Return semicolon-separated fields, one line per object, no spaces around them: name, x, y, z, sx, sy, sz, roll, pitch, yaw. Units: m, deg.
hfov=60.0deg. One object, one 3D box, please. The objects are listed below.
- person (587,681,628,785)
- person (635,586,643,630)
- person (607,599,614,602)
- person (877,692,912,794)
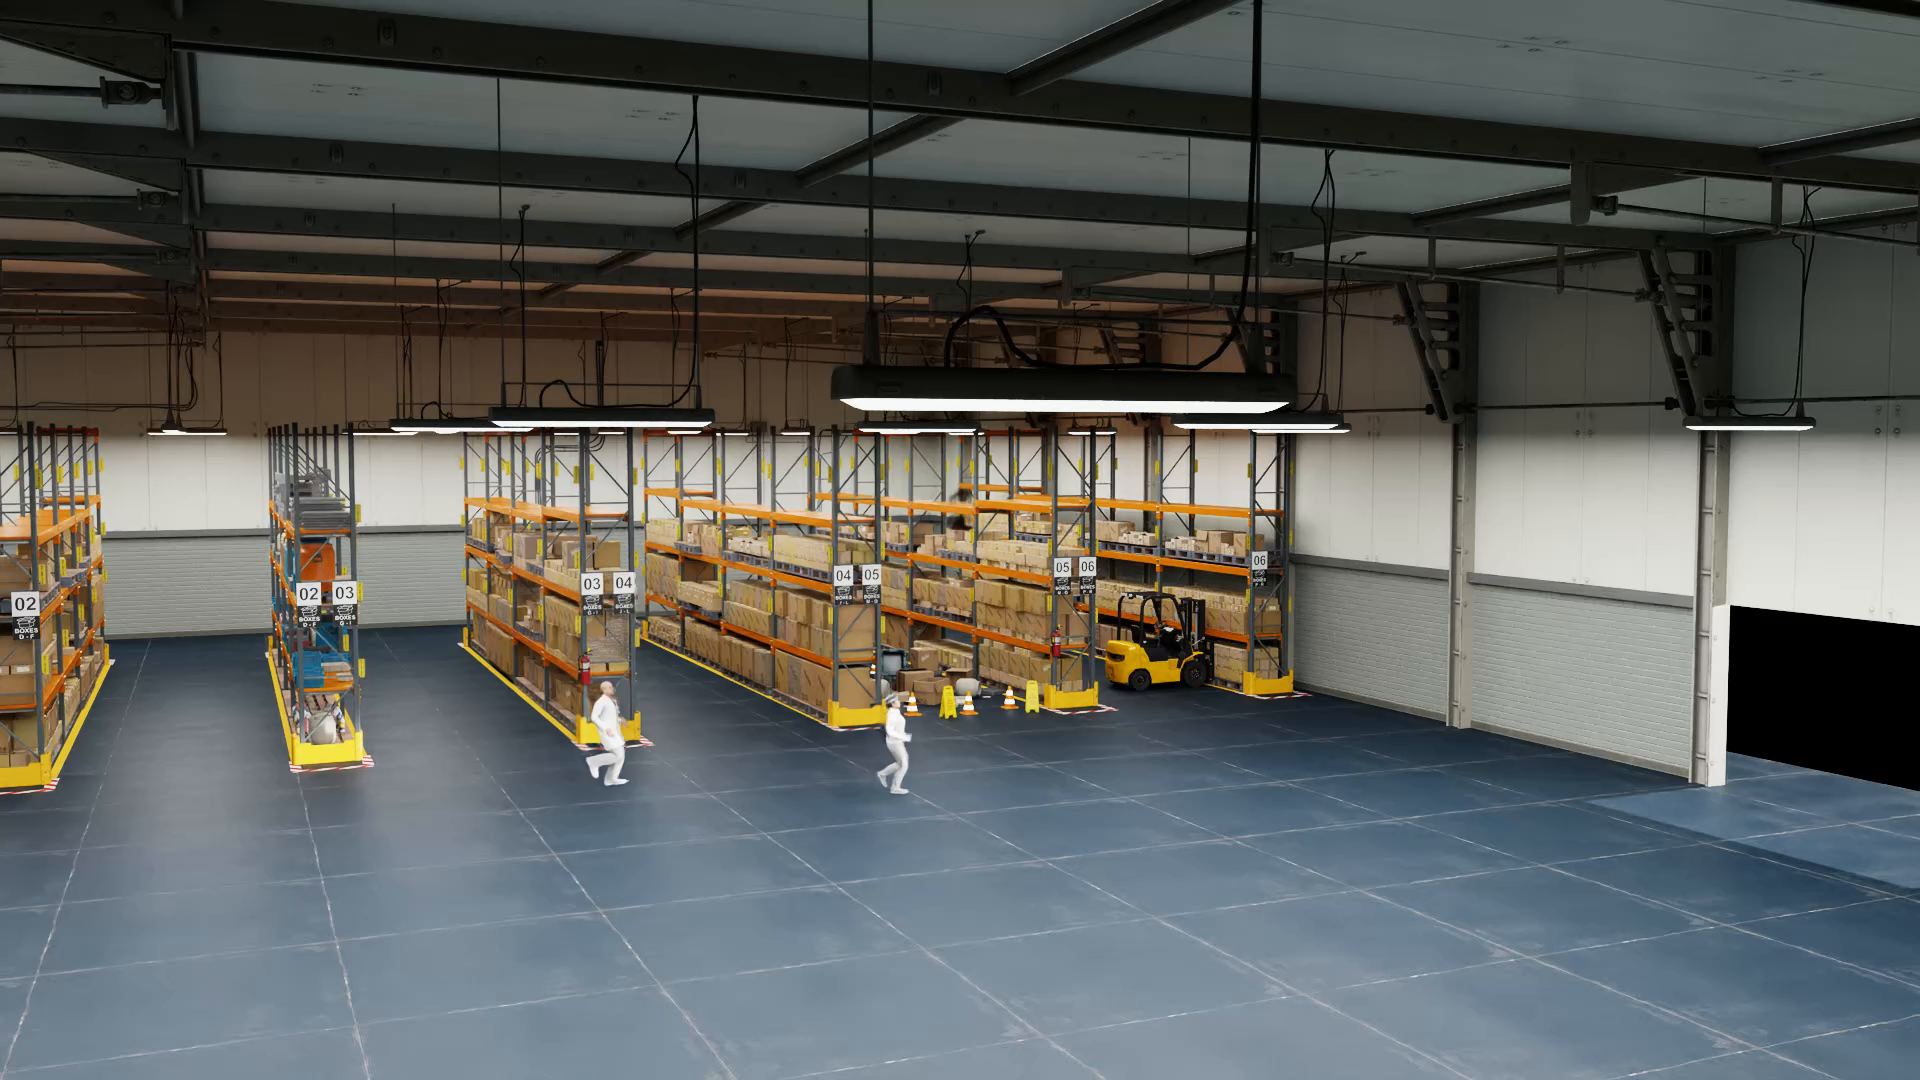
person;-5.784;3.192;27.442;0.562;1.730;0.724;0;4;7
person;-9.593;1.906;48.352;0.895;1.768;0.722;-3;5;-41
person;-9.685;2.079;46.043;0.664;1.733;0.684;-1;4;-15
person;-1.058;3.261;26.752;0.576;1.648;0.612;0;3;1
